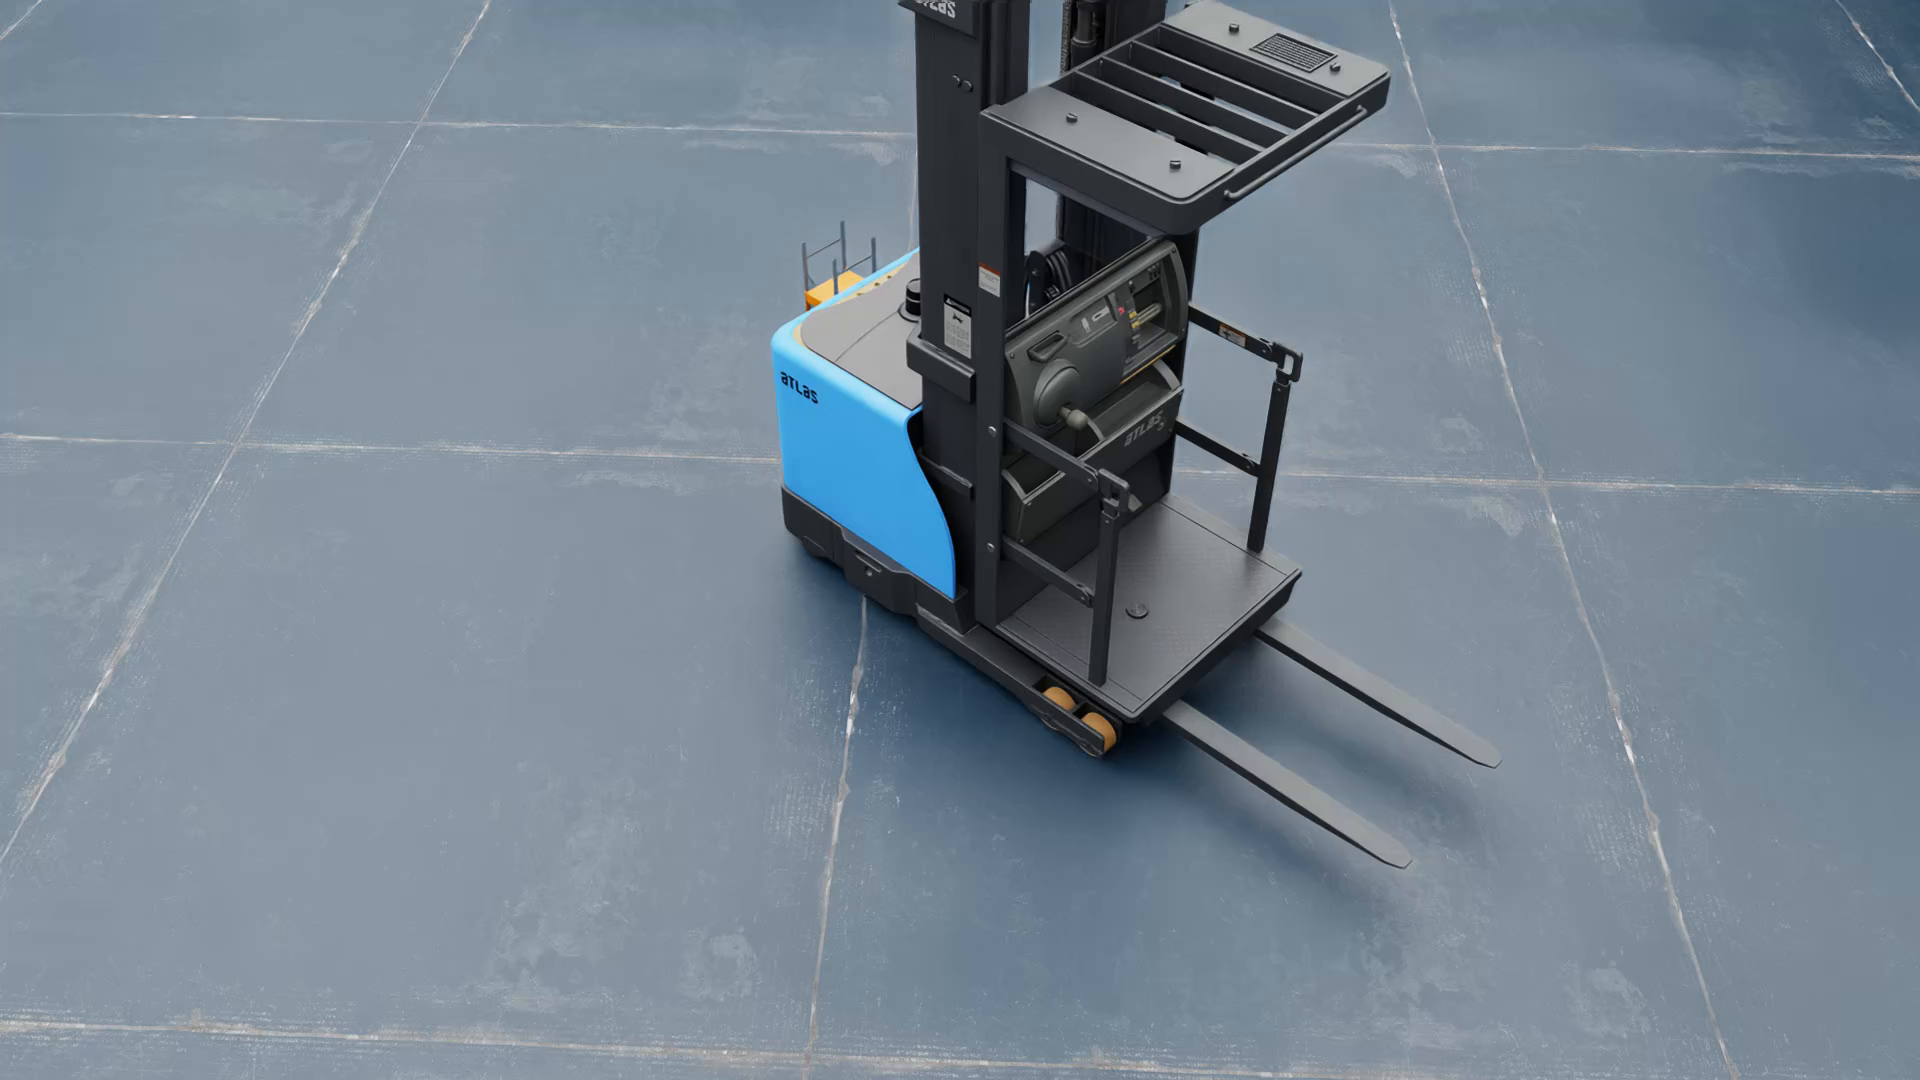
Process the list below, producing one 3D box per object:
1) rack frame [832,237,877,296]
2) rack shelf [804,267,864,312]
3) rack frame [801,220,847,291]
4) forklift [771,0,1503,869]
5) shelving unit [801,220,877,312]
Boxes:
[{"bbox_3d":[-0.432,-0.746,7.171,0.006,1.200,0.240,33,52,30],"label":"rack frame"},{"bbox_3d":[-0.499,-1.020,7.002,0.180,0.103,0.258,33,52,30],"label":"rack shelf"},{"bbox_3d":[-0.565,-0.832,7.263,0.006,1.200,0.240,33,52,30],"label":"rack frame"},{"bbox_3d":[0.653,-0.653,5.801,3.031,2.935,1.130,33,52,30],"label":"forklift"},{"bbox_3d":[-0.499,-0.789,7.217,0.189,1.200,0.258,33,52,30],"label":"shelving unit"}]
